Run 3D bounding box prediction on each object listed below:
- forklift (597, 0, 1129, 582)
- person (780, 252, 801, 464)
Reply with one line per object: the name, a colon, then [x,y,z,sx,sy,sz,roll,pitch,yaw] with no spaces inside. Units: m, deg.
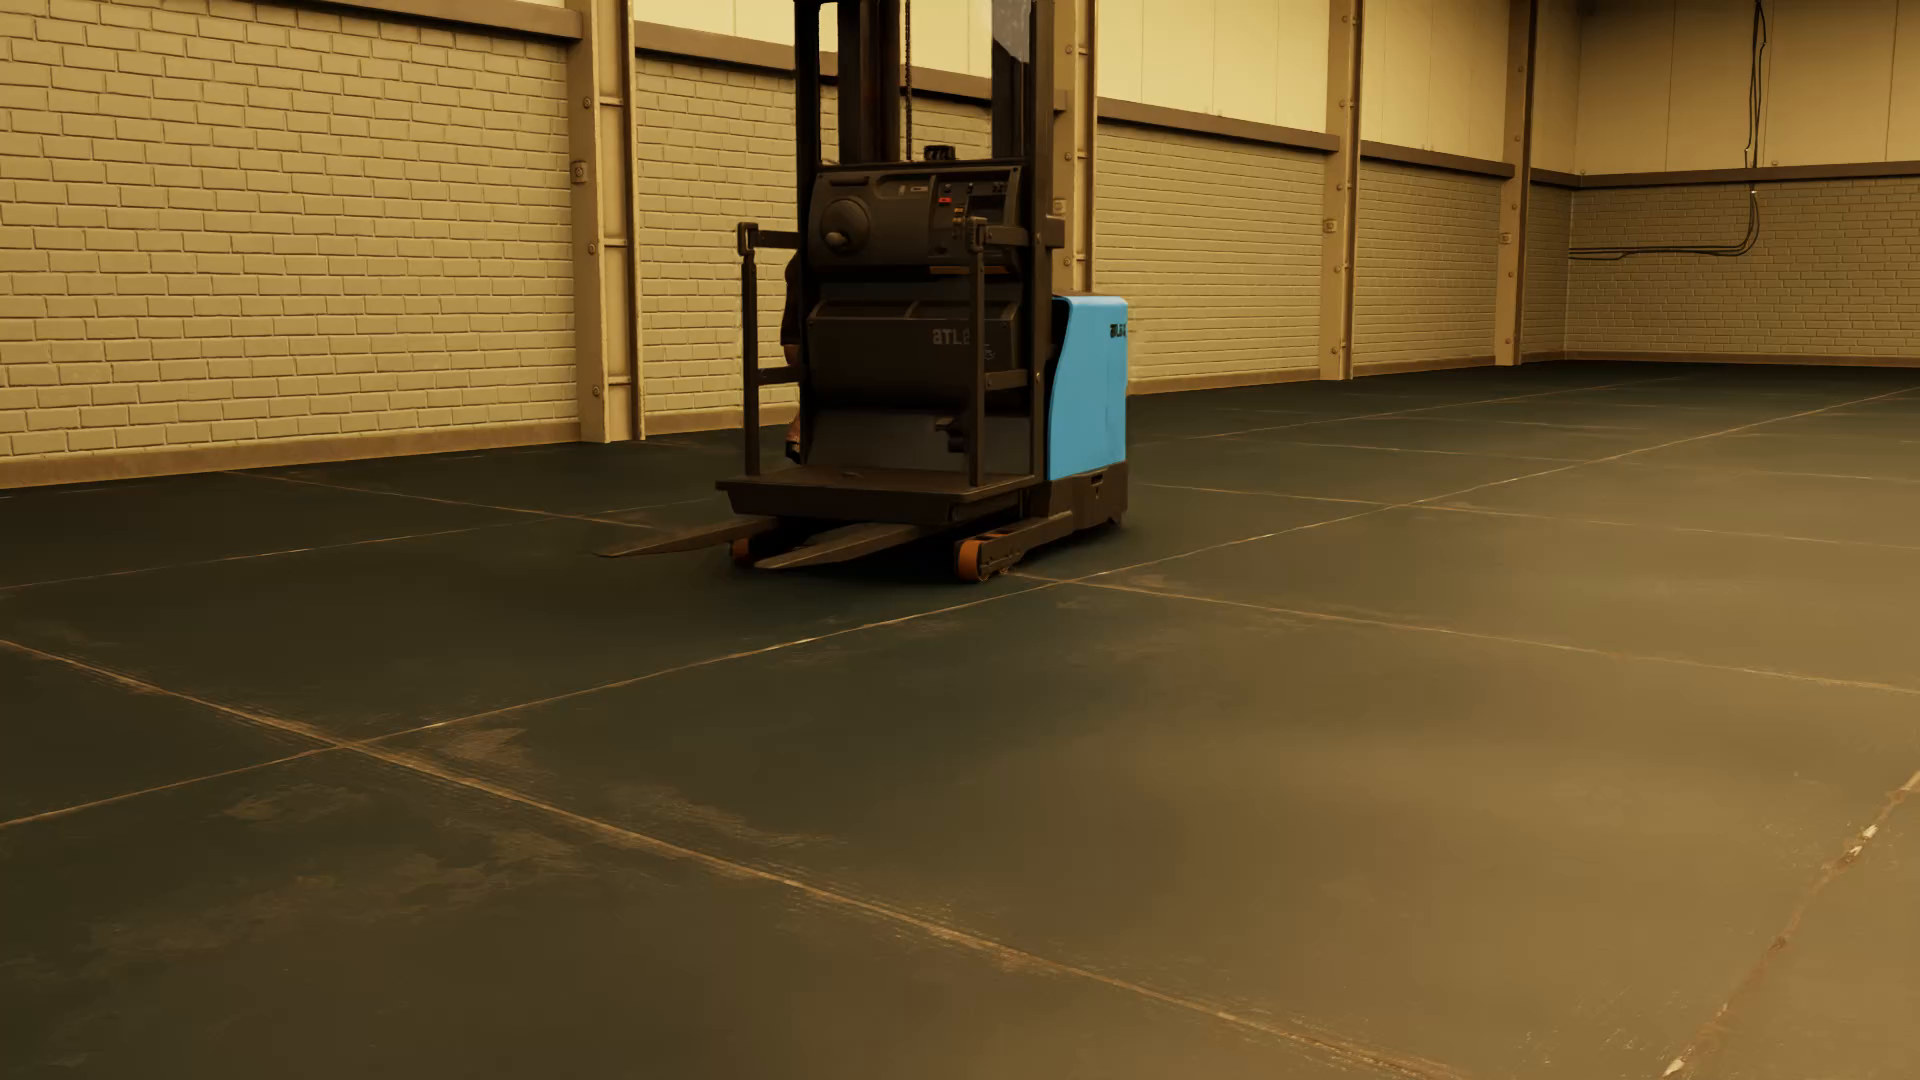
forklift: [-0.277,-1.360,6.575,1.130,2.935,3.031,4,9,24]
person: [-0.729,-1.212,10.182,0.849,1.599,0.805,8,11,43]
